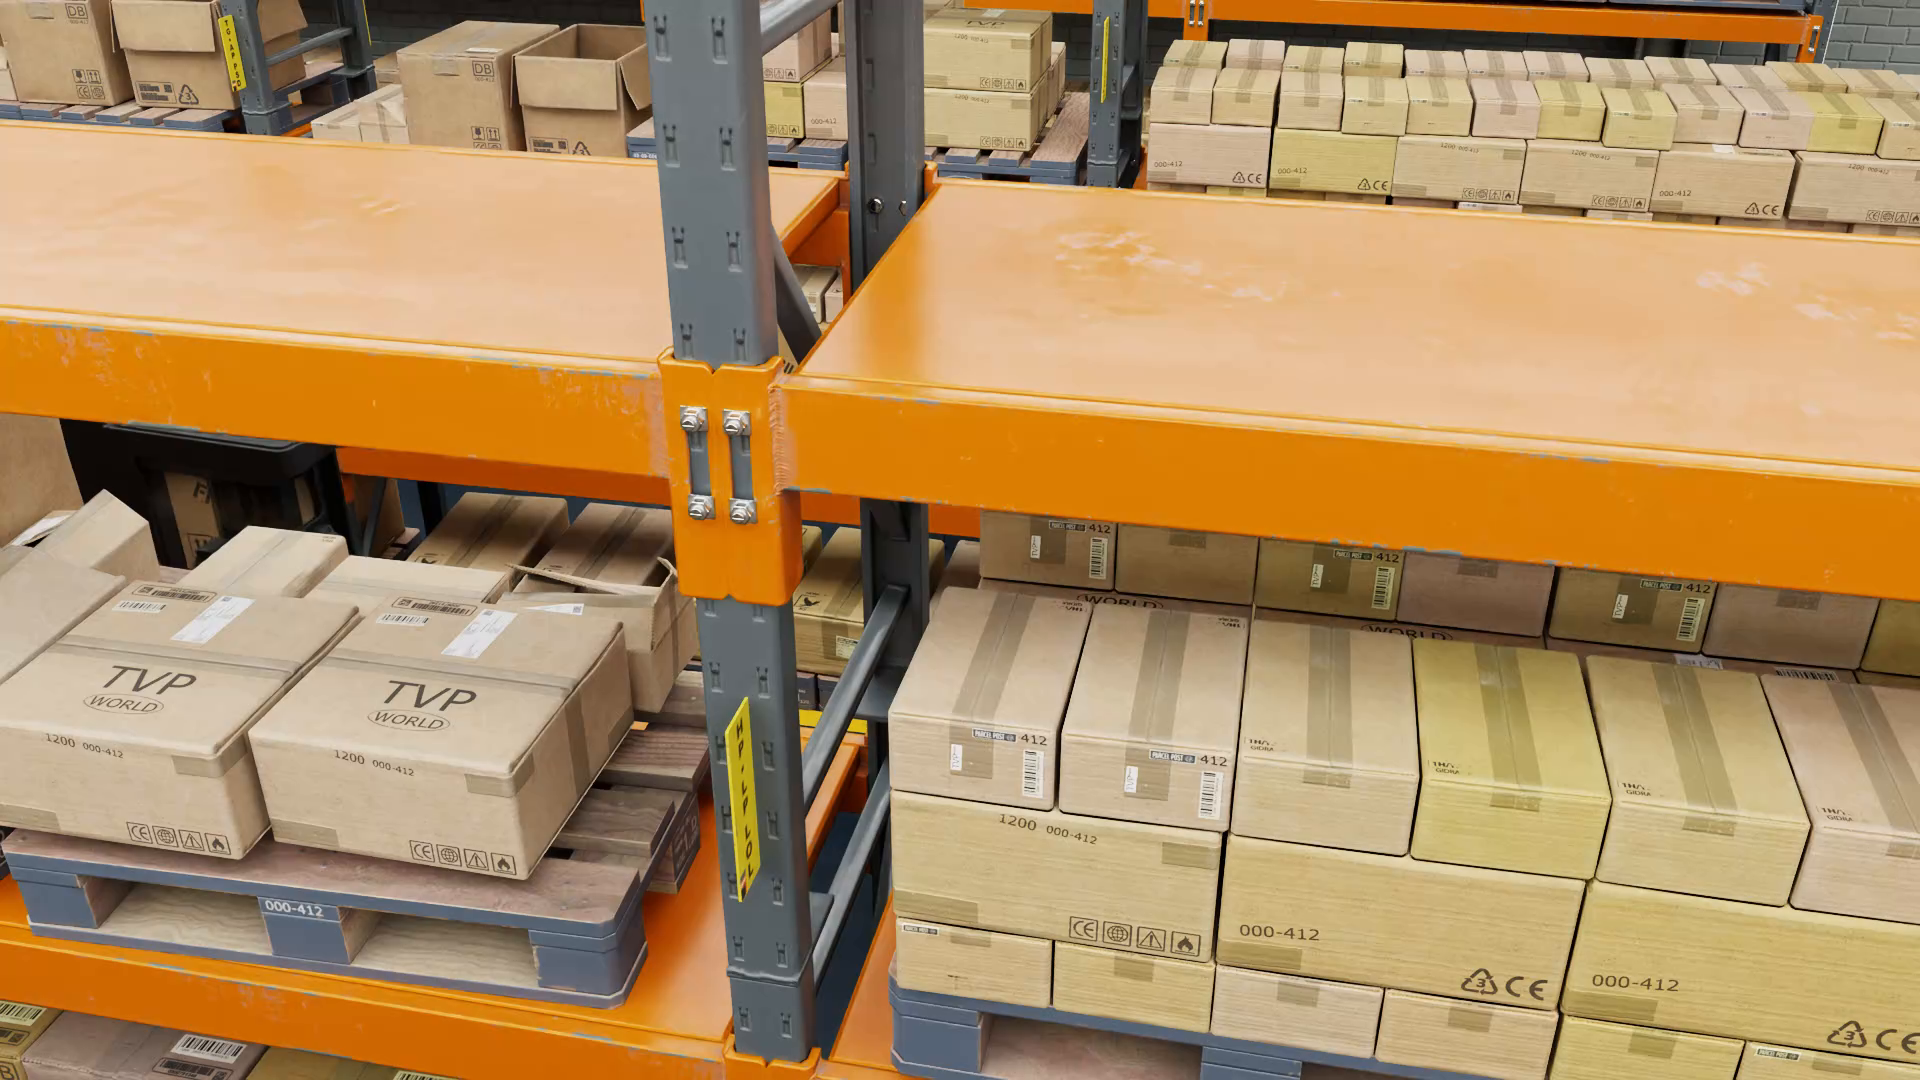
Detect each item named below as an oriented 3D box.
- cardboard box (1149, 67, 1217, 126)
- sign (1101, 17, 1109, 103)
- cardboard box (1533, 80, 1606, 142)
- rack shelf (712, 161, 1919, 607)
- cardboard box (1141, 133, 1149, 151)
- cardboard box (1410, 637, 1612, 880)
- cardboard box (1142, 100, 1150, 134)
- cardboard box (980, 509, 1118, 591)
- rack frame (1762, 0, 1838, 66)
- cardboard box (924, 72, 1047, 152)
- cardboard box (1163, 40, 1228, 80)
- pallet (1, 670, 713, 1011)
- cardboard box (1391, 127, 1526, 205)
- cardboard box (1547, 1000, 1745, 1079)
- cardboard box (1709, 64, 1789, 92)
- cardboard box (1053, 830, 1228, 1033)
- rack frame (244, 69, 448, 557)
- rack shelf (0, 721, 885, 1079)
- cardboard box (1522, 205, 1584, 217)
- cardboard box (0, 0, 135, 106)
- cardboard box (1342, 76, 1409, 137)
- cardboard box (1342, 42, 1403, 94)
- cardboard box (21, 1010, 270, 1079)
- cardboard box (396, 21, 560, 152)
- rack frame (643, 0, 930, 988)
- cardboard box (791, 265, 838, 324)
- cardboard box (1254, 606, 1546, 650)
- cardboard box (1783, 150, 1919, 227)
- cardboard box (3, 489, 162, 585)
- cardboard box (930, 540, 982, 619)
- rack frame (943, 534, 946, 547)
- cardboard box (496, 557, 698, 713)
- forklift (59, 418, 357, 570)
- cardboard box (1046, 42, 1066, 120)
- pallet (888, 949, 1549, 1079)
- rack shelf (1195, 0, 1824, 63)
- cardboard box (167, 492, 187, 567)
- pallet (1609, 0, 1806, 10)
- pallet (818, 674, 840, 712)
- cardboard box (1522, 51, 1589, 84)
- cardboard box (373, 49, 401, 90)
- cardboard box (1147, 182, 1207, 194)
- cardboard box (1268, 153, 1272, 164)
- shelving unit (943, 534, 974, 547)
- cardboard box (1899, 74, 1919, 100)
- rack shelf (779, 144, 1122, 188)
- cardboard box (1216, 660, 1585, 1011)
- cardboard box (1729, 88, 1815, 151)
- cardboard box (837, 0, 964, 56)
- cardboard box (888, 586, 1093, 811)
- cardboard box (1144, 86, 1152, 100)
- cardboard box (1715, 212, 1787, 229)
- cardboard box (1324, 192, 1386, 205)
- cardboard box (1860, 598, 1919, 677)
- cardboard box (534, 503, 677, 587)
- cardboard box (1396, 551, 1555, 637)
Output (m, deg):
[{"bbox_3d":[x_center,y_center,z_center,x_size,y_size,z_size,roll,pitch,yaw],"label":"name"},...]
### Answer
[{"bbox_3d":[0.946,-1.879,7.028,0.250,0.149,0.380,5,29,10],"label":"cardboard box"},{"bbox_3d":[0.594,-1.962,6.801,0.005,0.325,0.100,6,29,11],"label":"sign"},{"bbox_3d":[2.483,-1.762,6.814,0.250,0.149,0.380,6,29,12],"label":"cardboard box"},{"bbox_3d":[1.727,-0.113,2.414,4.000,0.370,1.077,6,29,11],"label":"rack shelf"},{"bbox_3d":[1.205,-2.922,12.262,0.500,0.250,0.500,5,29,9],"label":"cardboard box"},{"bbox_3d":[0.802,0.315,2.479,0.250,0.149,0.380,5,29,10],"label":"cardboard box"},{"bbox_3d":[1.358,-3.098,12.168,0.250,0.149,0.380,7,29,12],"label":"cardboard box"},{"bbox_3d":[0.195,-0.070,3.182,0.250,0.149,0.380,6,29,10],"label":"cardboard box"},{"bbox_3d":[5.651,-2.439,11.743,0.127,3.000,1.000,6,29,11],"label":"rack frame"},{"bbox_3d":[0.104,-1.933,7.414,0.500,0.250,0.500,5,29,10],"label":"cardboard box"},{"bbox_3d":[1.061,-2.134,7.494,0.250,0.149,0.380,6,29,12],"label":"cardboard box"},{"bbox_3d":[-1.136,0.526,3.403,1.217,0.209,0.805,5,29,9],"label":"pallet"},{"bbox_3d":[2.072,-1.612,6.956,0.500,0.250,0.500,6,29,11],"label":"cardboard box"},{"bbox_3d":[1.052,0.690,2.624,0.250,0.149,0.380,5,29,10],"label":"cardboard box"},{"bbox_3d":[3.339,-1.906,7.077,0.250,0.149,0.380,6,29,10],"label":"cardboard box"},{"bbox_3d":[0.310,0.614,2.763,0.250,0.149,0.380,6,29,11],"label":"cardboard box"},{"bbox_3d":[-3.206,-0.909,8.949,0.127,3.000,1.000,6,29,11],"label":"rack frame"},{"bbox_3d":[-2.185,0.626,3.771,4.000,0.370,1.077,6,29,11],"label":"rack shelf"},{"bbox_3d":[2.470,-1.412,7.006,0.250,0.149,0.380,6,29,11],"label":"cardboard box"},{"bbox_3d":[-4.214,-2.463,8.123,0.500,0.500,0.700,4,29,8],"label":"cardboard box"},{"bbox_3d":[1.714,-1.797,6.878,0.250,0.149,0.380,6,29,10],"label":"cardboard box"},{"bbox_3d":[1.849,-2.112,7.453,0.250,0.149,0.380,7,29,12],"label":"cardboard box"},{"bbox_3d":[-1.713,1.196,3.959,0.500,0.500,0.700,6,29,11],"label":"cardboard box"},{"bbox_3d":[-2.281,-2.169,8.023,0.500,0.500,0.700,6,29,11],"label":"cardboard box"},{"bbox_3d":[-0.229,-0.805,2.511,0.127,3.000,1.000,6,29,11],"label":"rack frame"},{"bbox_3d":[-0.742,-1.171,7.901,0.250,0.149,0.380,5,29,8],"label":"cardboard box"},{"bbox_3d":[0.801,0.198,3.109,0.500,0.250,0.500,6,29,10],"label":"cardboard box"},{"bbox_3d":[3.572,-1.470,6.696,0.500,0.250,0.500,5,29,10],"label":"cardboard box"},{"bbox_3d":[-2.015,0.055,3.664,0.258,0.266,0.396,6,29,11],"label":"cardboard box"},{"bbox_3d":[0.192,0.409,8.841,0.625,0.372,0.950,6,29,11],"label":"cardboard box"},{"bbox_3d":[-0.075,-0.534,10.138,0.006,1.200,0.240,6,29,11],"label":"rack frame"},{"bbox_3d":[-0.767,0.164,3.464,0.396,0.266,0.258,5,29,10],"label":"cardboard box"},{"bbox_3d":[-2.636,0.282,6.845,3.031,2.935,1.130,8,30,14],"label":"forklift"},{"bbox_3d":[0.218,-2.189,7.883,0.500,0.250,0.500,5,29,9],"label":"cardboard box"},{"bbox_3d":[0.569,0.637,3.094,1.213,0.211,1.003,6,29,11],"label":"pallet"},{"bbox_3d":[3.695,-3.639,11.561,4.000,0.370,1.077,6,29,11],"label":"rack shelf"},{"bbox_3d":[-4.735,-0.361,9.724,0.875,0.875,0.875,6,29,11],"label":"cardboard box"},{"bbox_3d":[4.965,-3.799,11.195,1.213,0.211,1.003,6,29,11],"label":"pallet"},{"bbox_3d":[-0.056,0.638,9.028,1.213,0.211,1.003,6,29,11],"label":"pallet"},{"bbox_3d":[2.598,-2.024,7.292,0.250,0.149,0.380,6,29,11],"label":"cardboard box"},{"bbox_3d":[-4.384,-3.586,13.297,0.500,0.500,0.700,6,29,10],"label":"cardboard box"},{"bbox_3d":[0.962,-1.566,7.286,0.250,0.149,0.380,5,29,10],"label":"cardboard box"},{"bbox_3d":[1.307,-1.759,7.639,0.250,0.149,0.380,6,29,11],"label":"cardboard box"},{"bbox_3d":[0.014,-0.525,10.121,0.189,1.200,0.258,6,29,11],"label":"shelving unit"},{"bbox_3d":[4.063,-1.812,6.905,0.250,0.149,0.380,6,29,10],"label":"cardboard box"},{"bbox_3d":[-1.250,-1.709,8.036,4.000,0.370,1.077,6,29,11],"label":"rack shelf"},{"bbox_3d":[0.685,0.449,2.651,0.500,0.250,0.500,6,29,10],"label":"cardboard box"},{"bbox_3d":[3.253,-1.696,6.694,0.250,0.149,0.380,6,29,11],"label":"cardboard box"},{"bbox_3d":[-0.271,-2.454,7.845,0.500,0.250,0.500,5,29,9],"label":"cardboard box"},{"bbox_3d":[0.056,0.239,2.617,0.250,0.149,0.380,6,29,11],"label":"cardboard box"},{"bbox_3d":[1.440,-3.304,12.544,0.250,0.149,0.380,5,29,9],"label":"cardboard box"},{"bbox_3d":[3.220,-1.329,6.853,0.250,0.149,0.380,6,29,10],"label":"cardboard box"},{"bbox_3d":[1.706,-1.498,7.163,0.250,0.149,0.380,7,29,12],"label":"cardboard box"},{"bbox_3d":[1.681,0.082,2.904,0.250,0.149,0.380,6,29,11],"label":"cardboard box"},{"bbox_3d":[-1.932,0.191,9.239,0.625,0.372,0.950,5,29,10],"label":"cardboard box"},{"bbox_3d":[0.932,0.006,3.043,0.250,0.149,0.380,6,29,11],"label":"cardboard box"}]
